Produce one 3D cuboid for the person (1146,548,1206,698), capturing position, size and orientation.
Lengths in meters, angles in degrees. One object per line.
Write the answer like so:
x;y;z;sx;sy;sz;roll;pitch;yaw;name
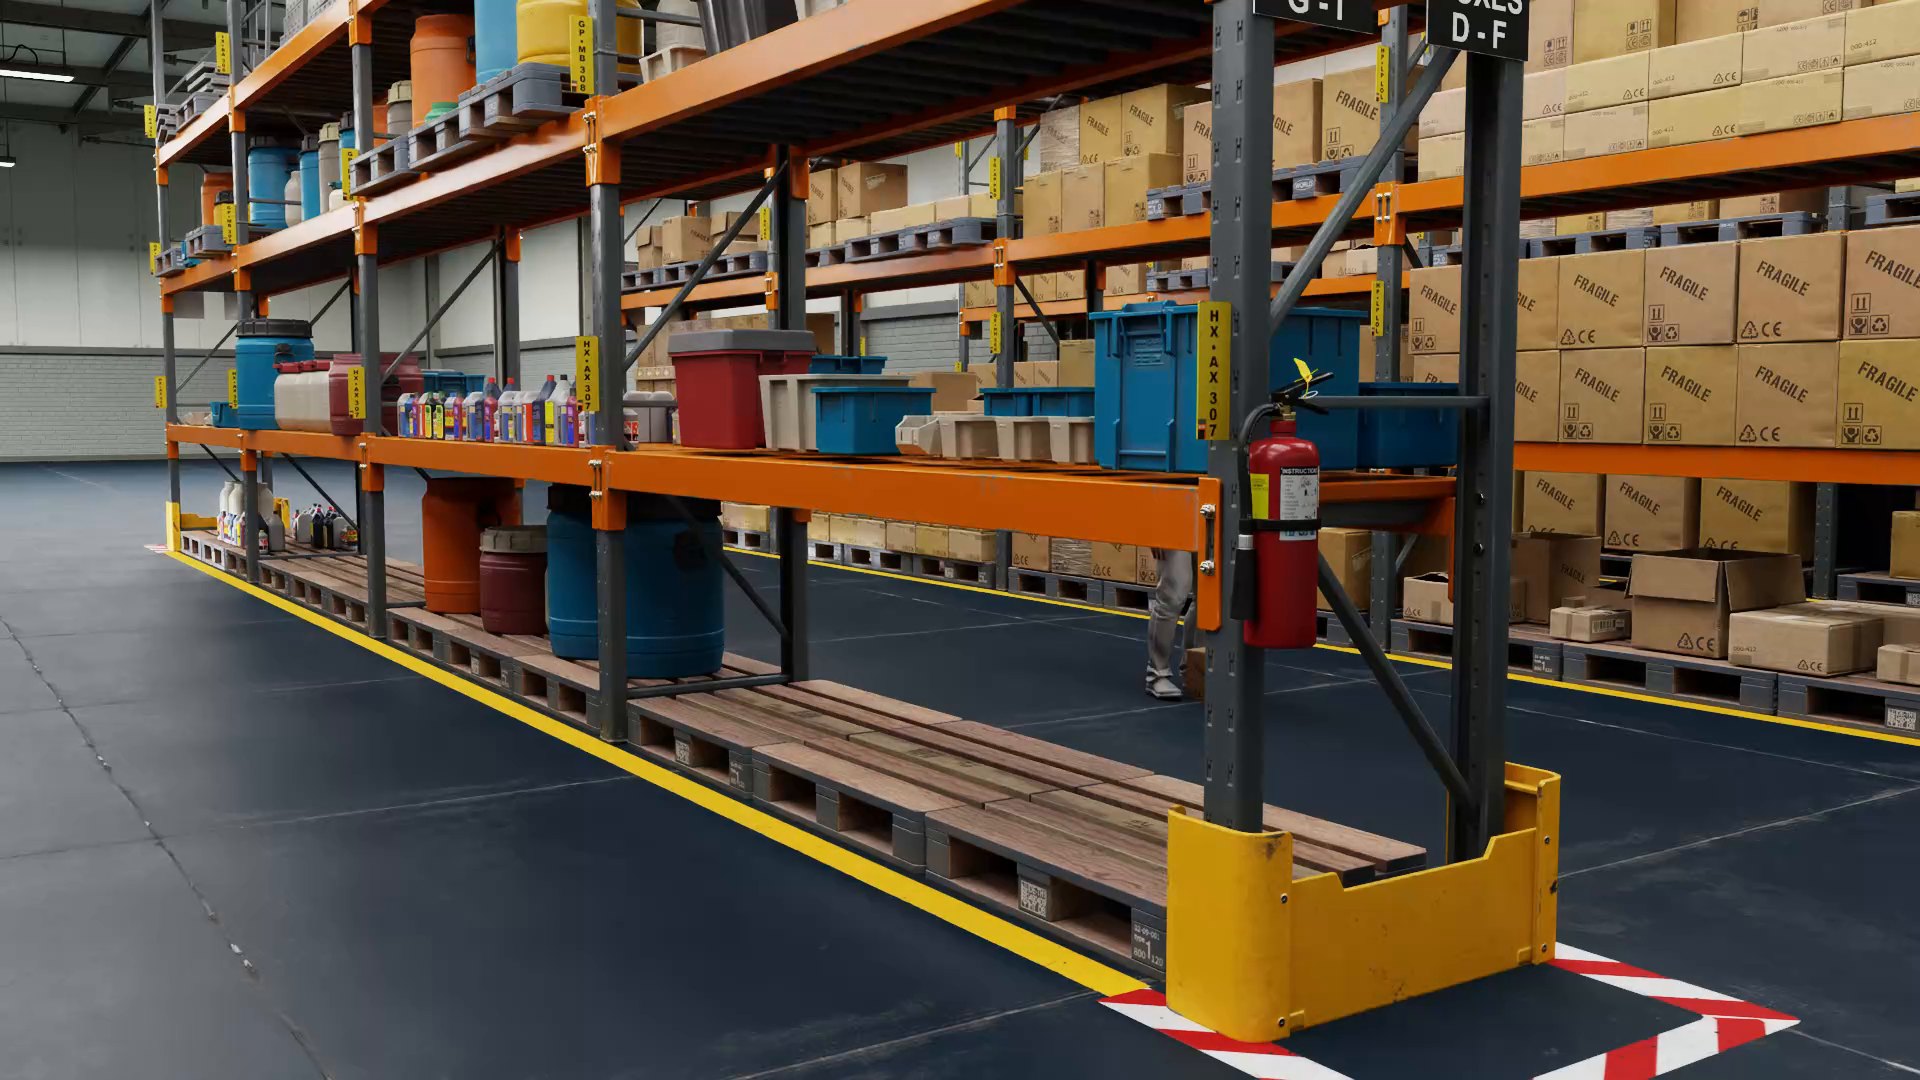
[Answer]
1.212;-0.075;8.664;0.634;1.756;0.458;-4;6;-37;person
